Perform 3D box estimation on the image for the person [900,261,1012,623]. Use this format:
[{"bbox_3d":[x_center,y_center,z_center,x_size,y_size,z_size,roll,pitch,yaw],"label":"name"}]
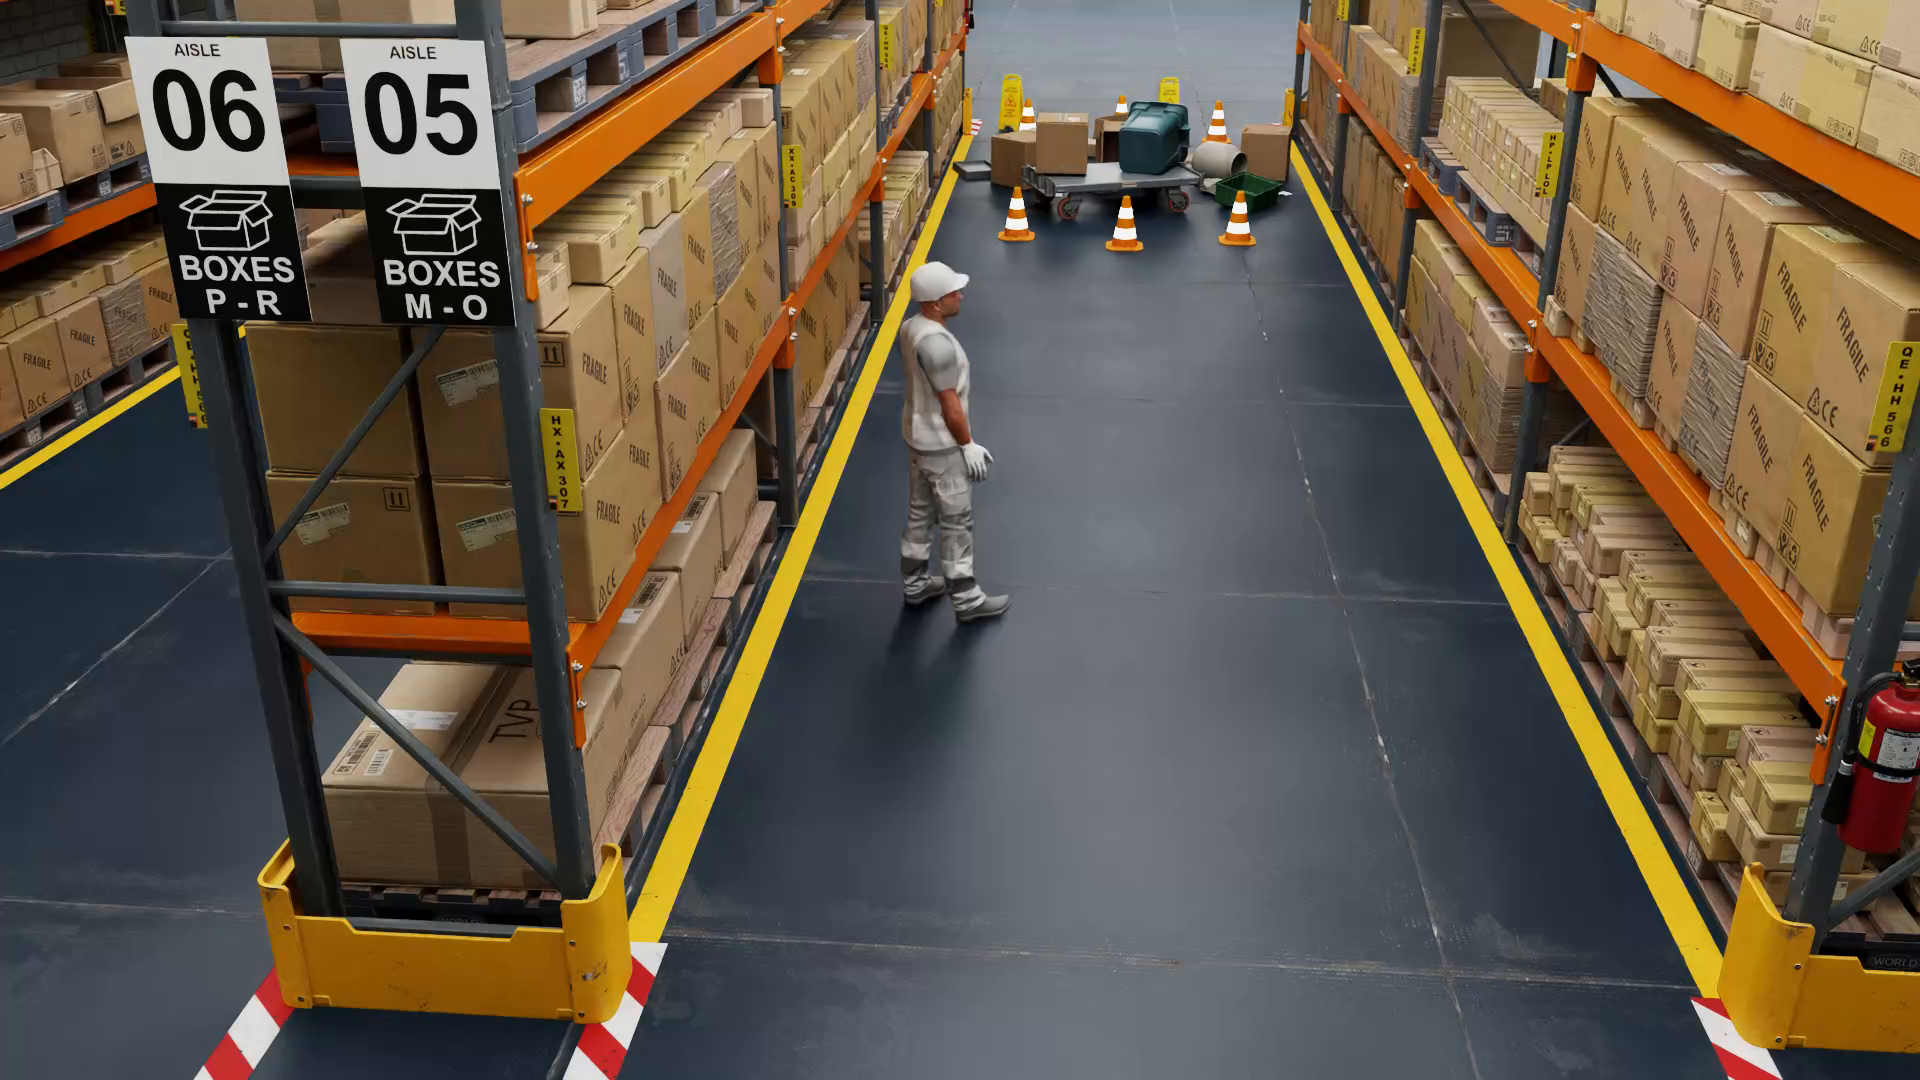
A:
[{"bbox_3d":[-0.019,-0.479,8.074,0.515,1.796,0.560,-6,25,-13],"label":"person"}]
